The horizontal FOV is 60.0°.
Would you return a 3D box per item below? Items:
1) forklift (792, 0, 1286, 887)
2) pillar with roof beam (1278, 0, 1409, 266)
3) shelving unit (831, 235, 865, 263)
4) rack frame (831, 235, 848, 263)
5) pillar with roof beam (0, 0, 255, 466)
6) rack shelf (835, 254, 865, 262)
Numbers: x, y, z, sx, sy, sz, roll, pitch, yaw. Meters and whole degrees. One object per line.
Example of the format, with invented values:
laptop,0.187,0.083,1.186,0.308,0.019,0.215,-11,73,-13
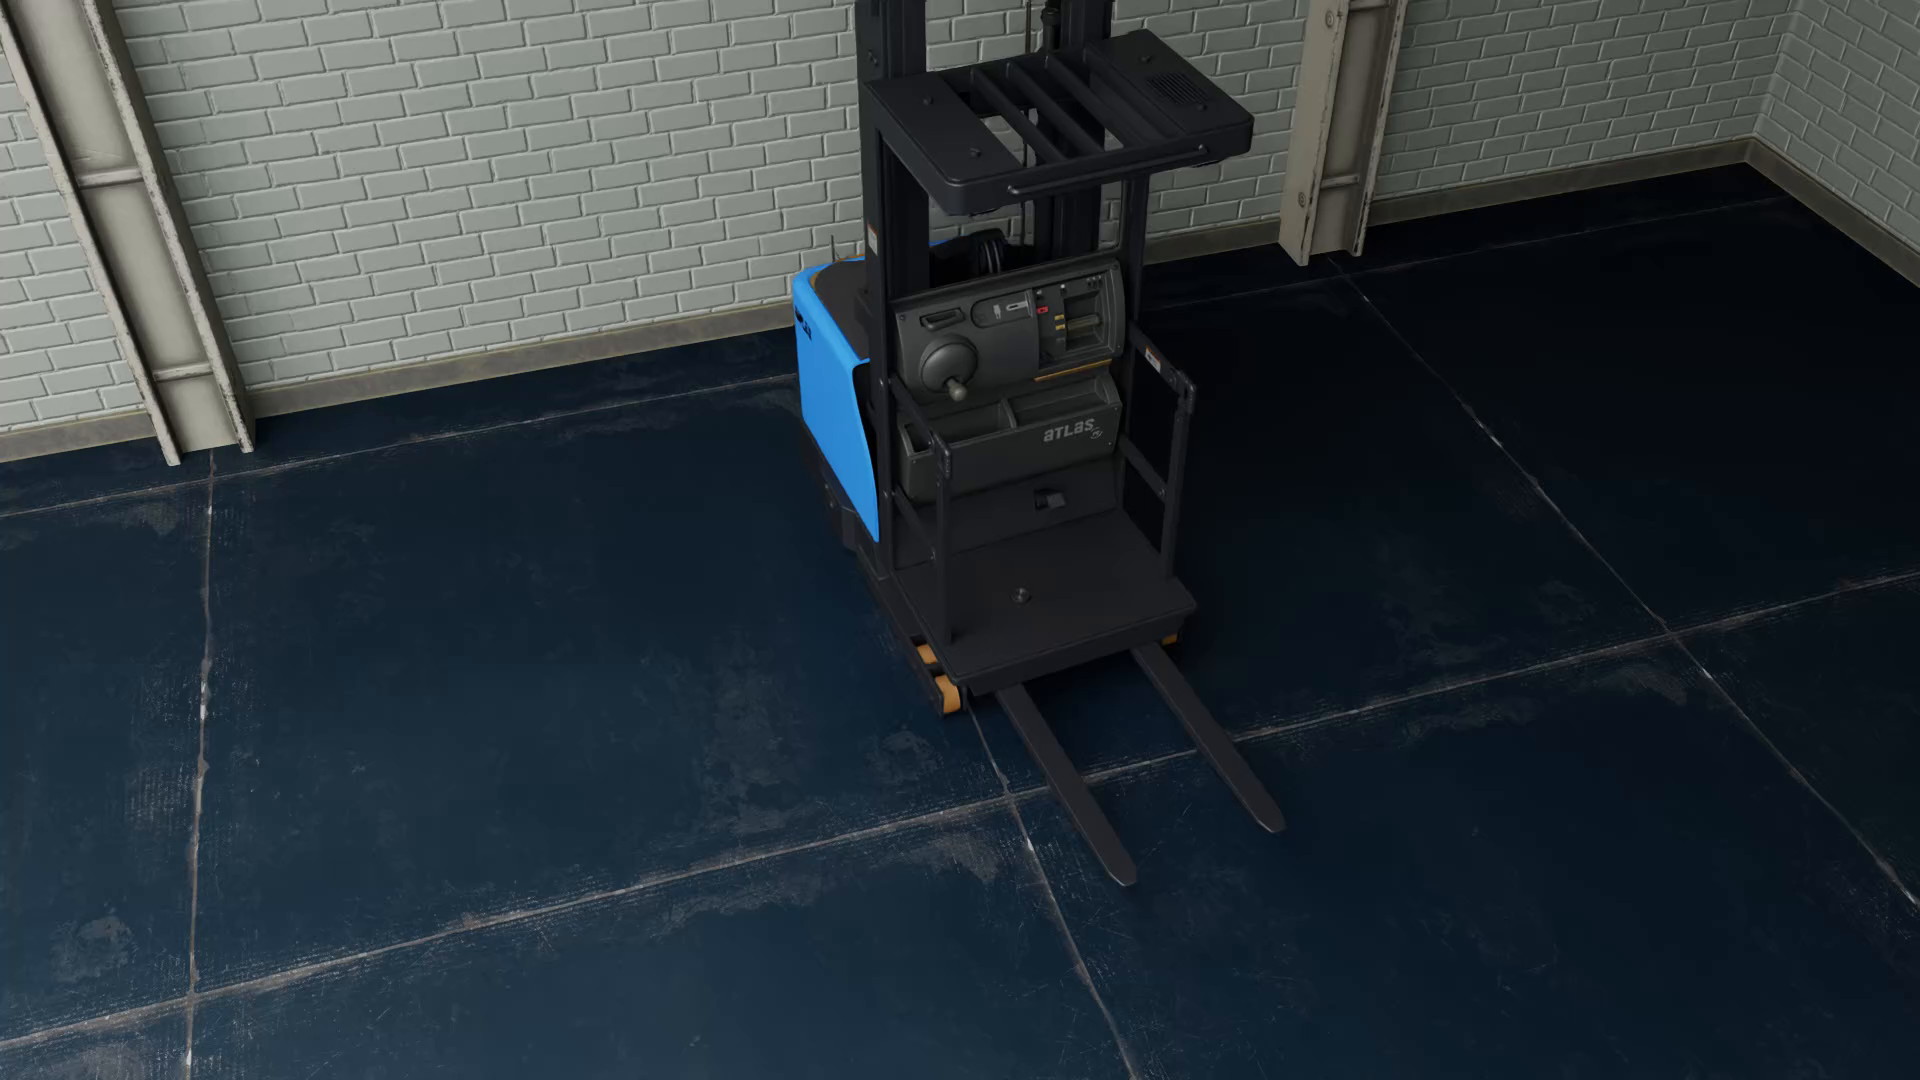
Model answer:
forklift,0.288,-0.716,6.191,1.130,2.935,3.031,-16,44,-17
pillar with roof beam,3.347,-2.364,3.466,0.400,9.000,9.100,-12,42,-13
shelving unit,-0.435,-0.974,7.916,0.252,1.050,0.215,-16,44,-18
rack frame,-0.547,-0.941,7.879,0.008,1.050,0.200,-16,44,-18
pillar with roof beam,-2.376,-1.179,2.109,0.400,9.000,9.100,-12,42,-13
rack shelf,-0.435,-1.180,7.737,0.240,0.259,0.215,-16,44,-18
